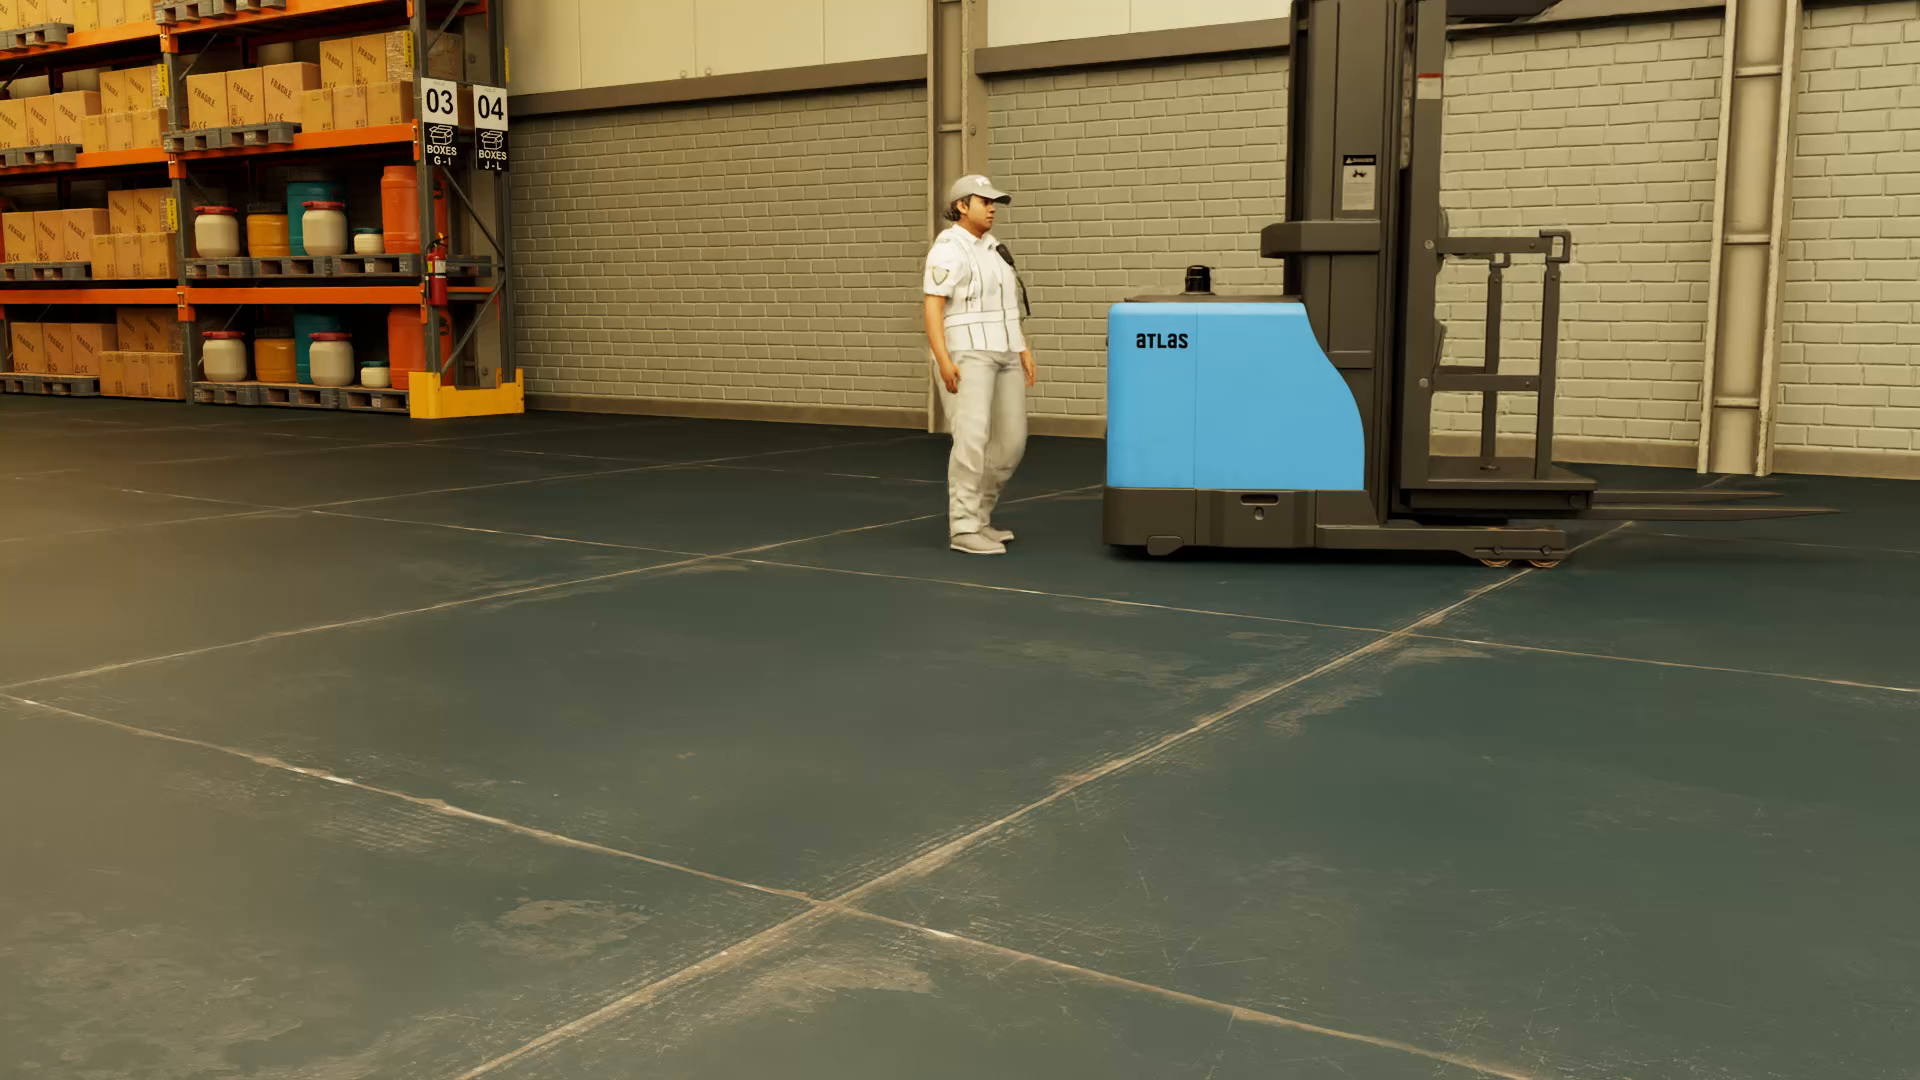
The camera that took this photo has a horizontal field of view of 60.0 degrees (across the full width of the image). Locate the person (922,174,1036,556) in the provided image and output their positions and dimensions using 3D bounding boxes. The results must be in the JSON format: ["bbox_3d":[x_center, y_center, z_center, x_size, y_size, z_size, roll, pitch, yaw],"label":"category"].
[{"bbox_3d":[0.140,-0.783,7.373,0.541,1.655,0.616,7,11,40],"label":"person"}]

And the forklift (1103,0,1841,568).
[{"bbox_3d":[2.153,-1.413,7.133,3.031,2.935,1.130,1,8,5],"label":"forklift"}]
